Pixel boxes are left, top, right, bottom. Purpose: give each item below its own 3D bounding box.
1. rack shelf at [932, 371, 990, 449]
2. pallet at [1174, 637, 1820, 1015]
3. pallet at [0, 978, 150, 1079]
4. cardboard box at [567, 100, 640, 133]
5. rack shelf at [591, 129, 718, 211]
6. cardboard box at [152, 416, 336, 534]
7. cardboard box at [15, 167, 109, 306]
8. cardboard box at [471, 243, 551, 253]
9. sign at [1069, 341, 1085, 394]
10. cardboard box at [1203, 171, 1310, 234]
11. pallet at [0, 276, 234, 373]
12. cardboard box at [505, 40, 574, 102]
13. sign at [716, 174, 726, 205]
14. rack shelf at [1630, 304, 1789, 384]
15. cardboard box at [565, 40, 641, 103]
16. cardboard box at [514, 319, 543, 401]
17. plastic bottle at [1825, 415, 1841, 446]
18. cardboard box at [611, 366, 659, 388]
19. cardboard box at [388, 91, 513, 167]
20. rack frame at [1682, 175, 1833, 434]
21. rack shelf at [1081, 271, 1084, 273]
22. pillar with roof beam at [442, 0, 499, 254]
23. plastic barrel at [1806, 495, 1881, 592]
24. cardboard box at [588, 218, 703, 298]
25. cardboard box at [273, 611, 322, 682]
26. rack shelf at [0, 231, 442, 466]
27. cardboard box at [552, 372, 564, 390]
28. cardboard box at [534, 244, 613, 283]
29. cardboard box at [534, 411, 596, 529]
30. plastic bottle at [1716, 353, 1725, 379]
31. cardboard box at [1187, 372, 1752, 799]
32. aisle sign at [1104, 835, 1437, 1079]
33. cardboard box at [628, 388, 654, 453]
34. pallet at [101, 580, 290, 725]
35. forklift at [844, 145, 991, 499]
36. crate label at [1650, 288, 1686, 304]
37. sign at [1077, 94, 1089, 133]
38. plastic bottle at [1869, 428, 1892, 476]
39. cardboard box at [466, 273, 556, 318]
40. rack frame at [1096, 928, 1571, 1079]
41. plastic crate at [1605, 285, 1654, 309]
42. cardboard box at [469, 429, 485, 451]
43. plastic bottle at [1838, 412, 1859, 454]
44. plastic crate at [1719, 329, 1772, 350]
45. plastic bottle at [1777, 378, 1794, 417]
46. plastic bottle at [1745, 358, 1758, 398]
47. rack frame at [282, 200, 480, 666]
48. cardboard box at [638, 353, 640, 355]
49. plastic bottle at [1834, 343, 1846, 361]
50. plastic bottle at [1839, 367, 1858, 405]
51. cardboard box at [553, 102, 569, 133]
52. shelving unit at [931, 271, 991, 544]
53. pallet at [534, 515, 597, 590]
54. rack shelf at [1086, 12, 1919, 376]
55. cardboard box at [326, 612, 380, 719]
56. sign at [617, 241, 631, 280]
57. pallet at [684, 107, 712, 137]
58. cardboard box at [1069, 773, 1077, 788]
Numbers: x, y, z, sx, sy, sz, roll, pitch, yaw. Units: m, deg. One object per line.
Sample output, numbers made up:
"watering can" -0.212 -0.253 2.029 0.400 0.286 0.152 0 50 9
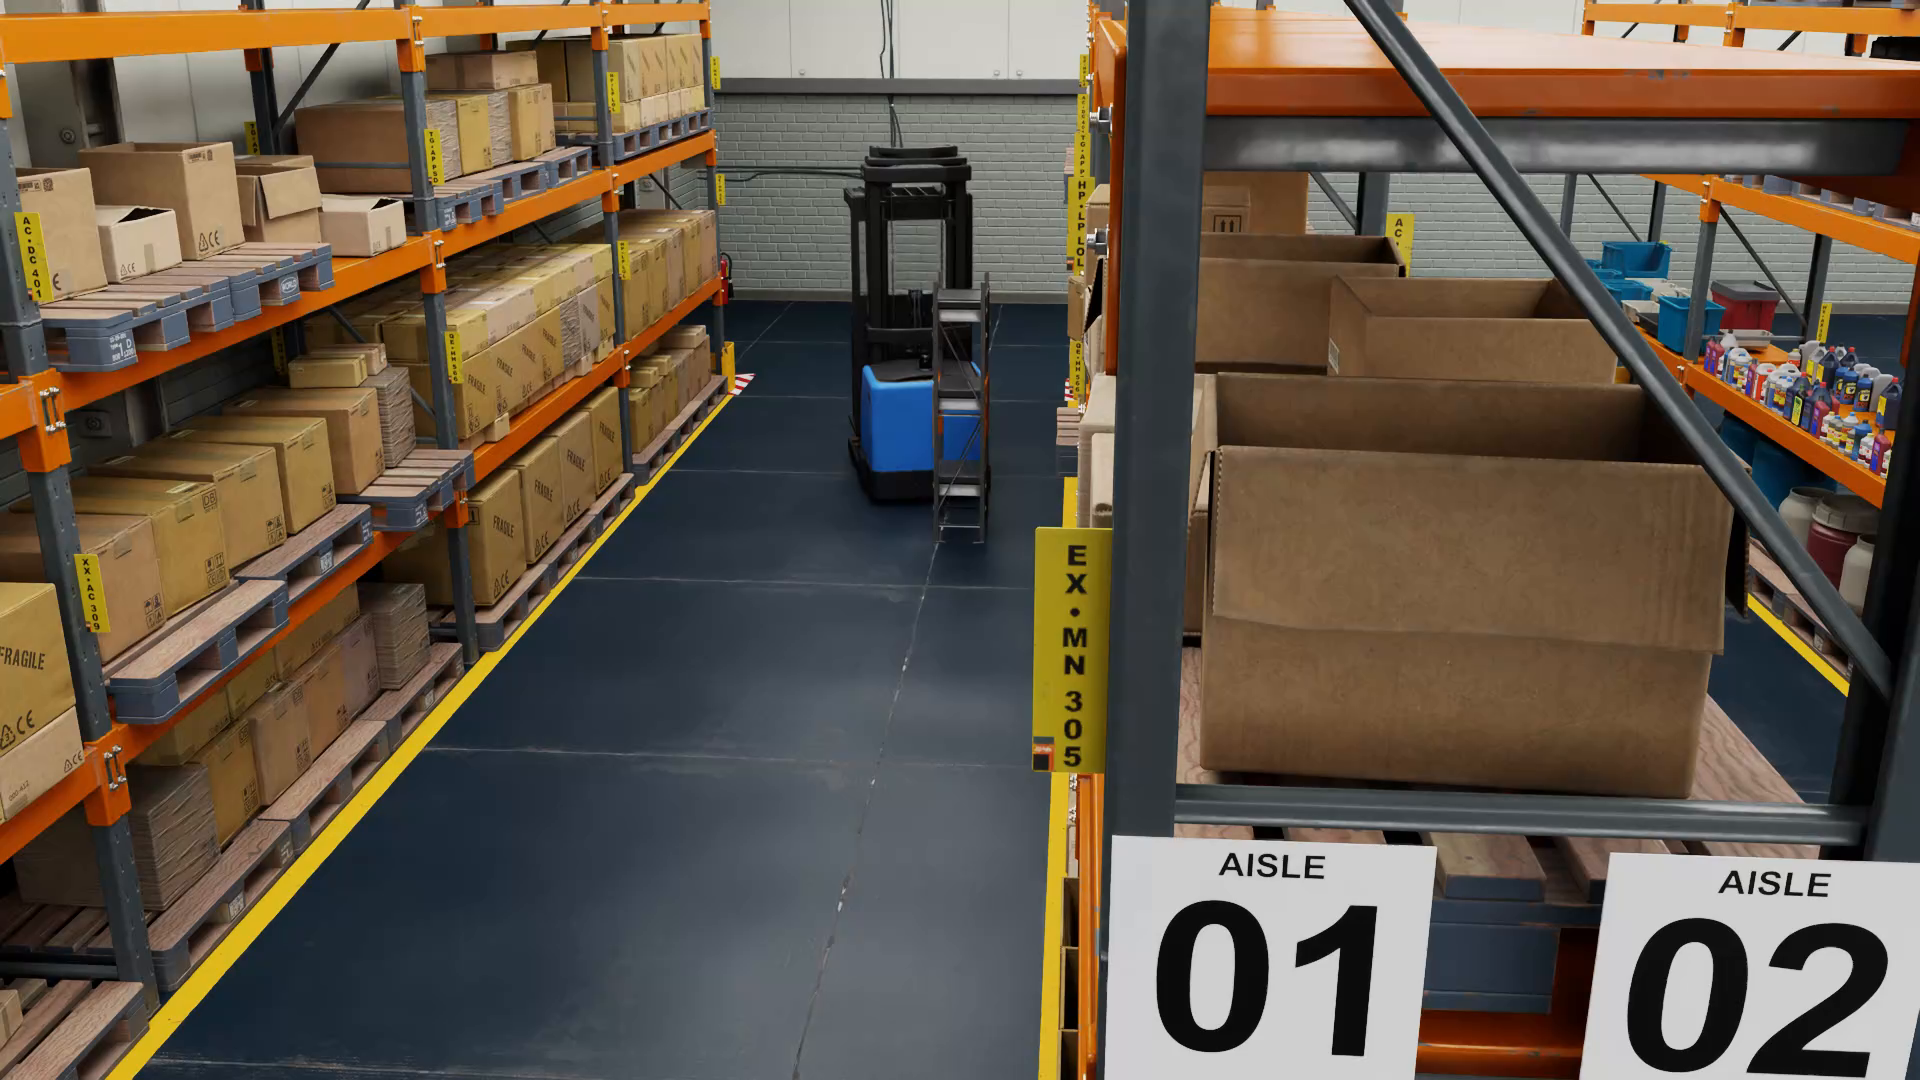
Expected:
"rack shelf" 0.012 -1.036 13.257 0.431 0.518 0.480 1 18 4
"pallet" 0.758 0.363 2.822 1.003 0.211 1.213 1 18 4
"pallet" -3.986 2.148 6.528 1.003 0.211 1.213 1 18 4
"cardboard box" -3.087 -3.681 14.428 0.500 0.250 0.500 1 18 4
"rack shelf" -3.256 -3.576 15.856 1.077 0.370 4.000 1 18 4
"cardboard box" -3.777 -0.351 8.811 0.700 0.500 0.500 1 18 4
"cardboard box" -3.854 -1.227 6.697 0.500 0.500 0.500 4 19 12
"cardboard box" -3.692 -2.289 13.715 0.500 0.250 0.500 2 18 6
"sign" 0.713 -1.041 10.050 0.100 0.325 0.005 1 18 4
"cardboard box" 1.052 -1.378 6.355 0.500 0.500 0.500 2 18 5
"pallet" -3.822 -0.912 6.873 1.213 0.211 1.003 1 18 4
"cardboard box" -3.582 -4.051 14.352 0.500 0.500 0.500 1 18 3
"sign" -2.572 -3.760 17.839 0.100 0.325 0.005 1 18 4
"rack shelf" 6.626 -1.929 15.648 1.077 0.370 4.000 1 18 4
"cardboard box" -3.068 -4.044 14.331 0.500 0.500 0.500 1 18 3
"cardboard box" -3.312 -1.289 11.868 0.500 0.500 0.500 1 18 4
"plastic bottle" 5.884 -0.737 11.173 0.097 0.201 0.097 0 18 0
"cardboard box" -3.037 -1.523 15.552 0.380 0.149 0.250 2 18 6
"cardboard box" -3.647 -2.954 11.935 0.700 0.500 0.500 1 18 4
"rack frame" 6.482 -1.650 13.640 1.000 3.000 0.127 1 18 4
"rack shelf" 1.399 -2.224 11.731 1.077 0.370 4.000 1 18 4
"pillar with roof beam" 0.082 -4.862 13.810 9.100 9.000 0.400 1 18 4
"plastic barrel" 6.295 0.036 11.694 0.600 0.588 0.708 1 18 4
"cardboard box" -3.180 -2.871 16.886 0.980 0.700 0.700 1 18 3
"cardboard box" -3.821 0.554 9.018 0.500 0.250 0.500 1 18 4
"rack shelf" -3.829 -1.091 8.273 1.077 0.370 4.000 1 18 4
"cardboard box" -3.276 -1.256 12.810 0.380 0.149 0.250 1 18 2
"cardboard box" -3.177 -2.275 13.674 0.500 0.250 0.500 2 18 5
"cardboard box" -3.377 -0.568 13.117 0.750 0.750 0.750 2 18 6
"plastic bottle" 6.031 -1.373 13.116 0.097 0.201 0.097 0 18 0
"cardboard box" 0.727 0.047 2.581 0.797 0.503 0.637 3 18 8
"aisle sign" 0.384 0.744 2.160 0.394 0.787 0.004 1 18 4
"cardboard box" -3.243 -1.113 15.341 0.700 0.500 0.500 2 18 5
"pallet" -3.773 0.471 7.477 1.003 0.211 1.213 1 18 4
"forklift" -0.470 -2.161 15.311 1.130 2.935 3.031 -3 18 -8
"crate label" 6.861 -2.361 16.139 0.396 0.136 0.243 1 18 4
"sign" 1.000 -3.442 13.464 0.100 0.325 0.005 1 18 4
"plastic bottle" 5.816 -0.559 10.498 0.061 0.283 0.133 1 18 4
"cardboard box" -3.296 -1.800 12.223 0.500 0.250 0.500 1 18 3
"rack frame" 0.682 1.965 2.607 1.000 3.000 0.127 1 18 4
"plastic crate" 6.307 -2.270 15.705 0.416 0.233 0.300 1 18 4
"cardboard box" -3.404 -0.694 11.095 0.380 0.149 0.250 2 18 5
"plastic bottle" 5.870 -0.709 10.978 0.097 0.271 0.097 0 18 0
"plastic crate" 6.658 -1.694 14.104 0.396 0.136 0.243 1 18 4
"plastic bottle" 5.944 -1.028 11.950 0.097 0.271 0.097 0 18 0
"plastic bottle" 5.967 -1.214 12.498 0.061 0.283 0.133 1 18 4
"rack frame" -3.686 -0.629 10.524 1.000 3.000 0.127 1 18 4
"cardboard box" -3.361 -1.784 16.350 0.380 0.149 0.250 1 18 3
"plastic bottle" 6.743 -1.334 12.755 0.144 0.351 0.185 1 18 4
"plastic bottle" 6.579 -1.144 12.304 0.097 0.271 0.097 0 18 0
"cardboard box" -3.584 -3.690 14.455 0.500 0.250 0.500 1 18 4
"shelving unit" 0.012 -1.049 13.253 0.431 2.100 0.503 1 18 4
"pallet" -3.464 0.075 12.854 1.003 0.211 1.213 1 18 4
"rack shelf" 0.825 -0.975 3.743 1.077 0.370 4.000 1 18 4
"cardboard box" -3.838 0.732 9.678 0.700 0.500 0.500 1 18 4
"sign" -2.857 -2.374 14.120 0.100 0.325 0.005 1 18 4
"pallet" -3.155 -4.266 16.950 1.003 0.211 1.213 1 18 4
"cardboard box" 0.781 1.115 8.044 0.500 0.311 0.500 1 18 4
